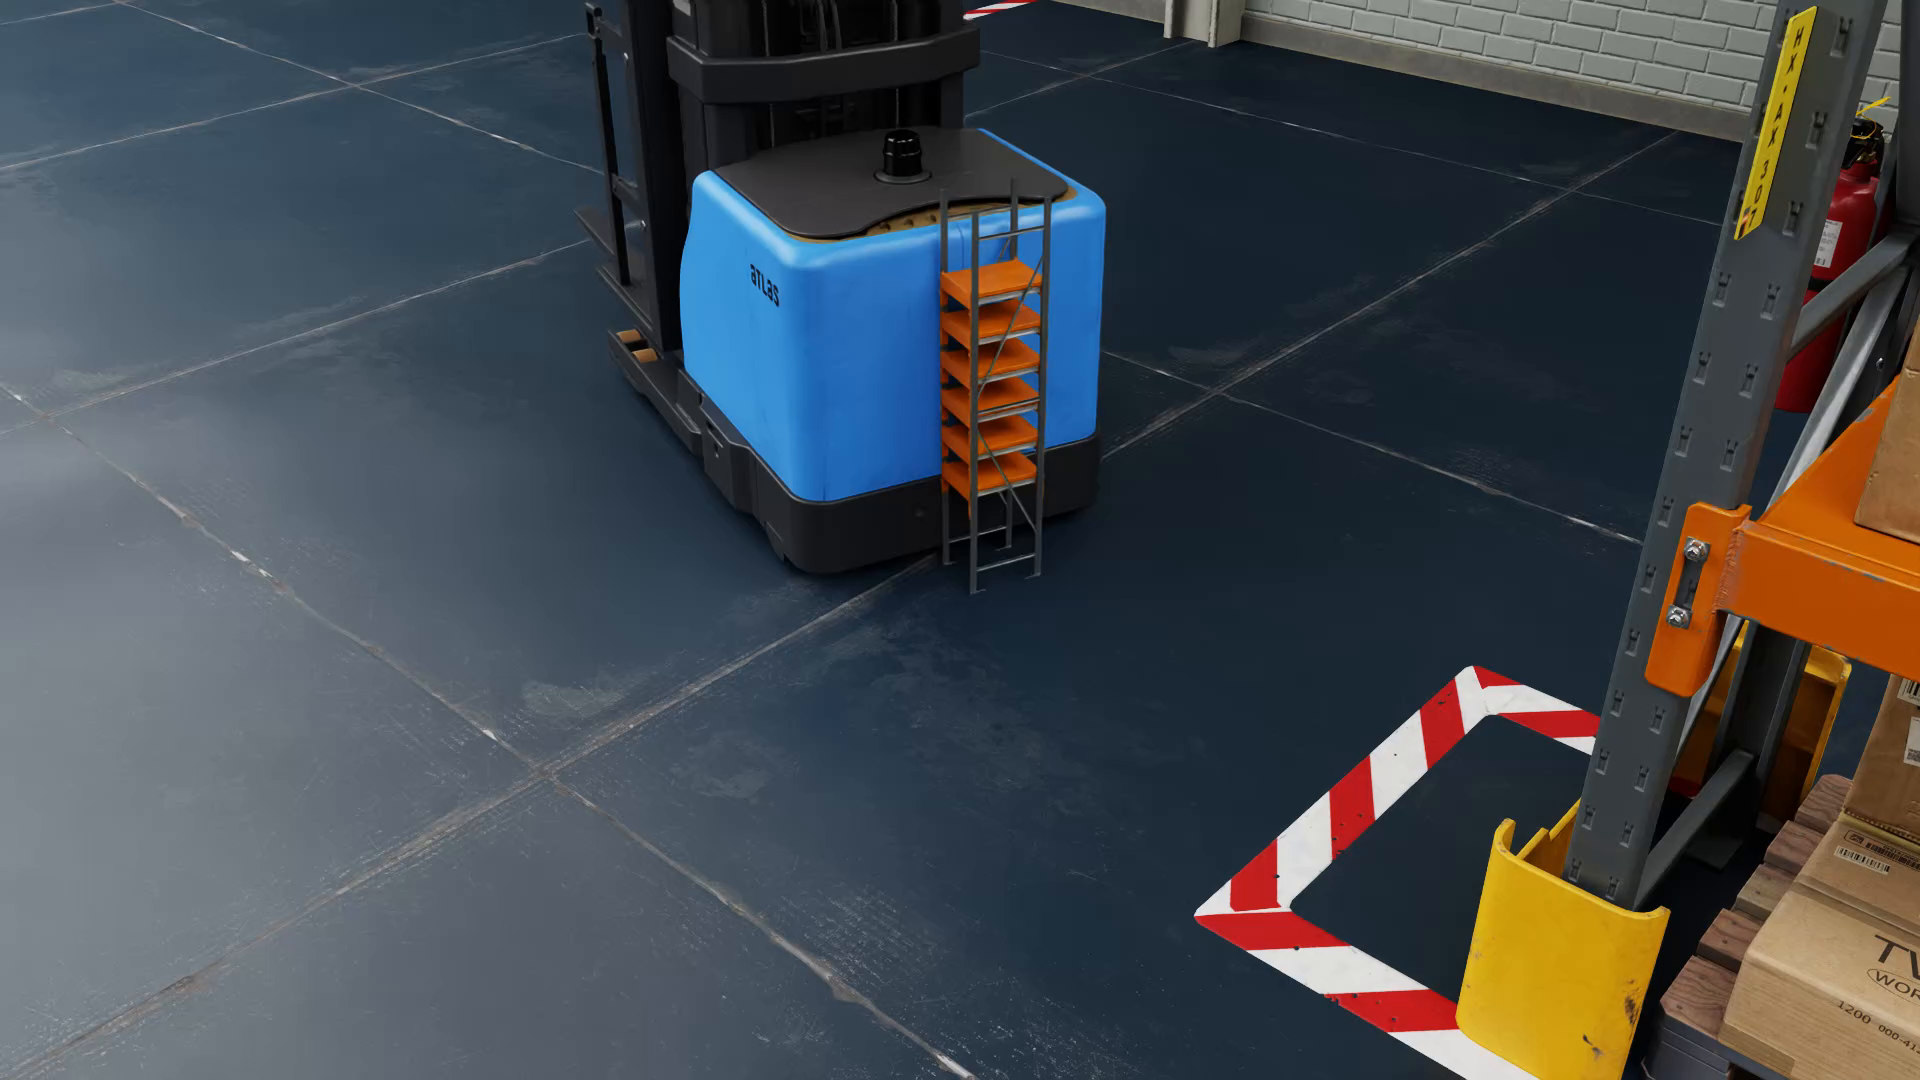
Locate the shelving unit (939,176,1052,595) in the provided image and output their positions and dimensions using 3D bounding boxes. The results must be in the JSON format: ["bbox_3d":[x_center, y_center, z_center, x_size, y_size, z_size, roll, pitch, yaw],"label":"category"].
[{"bbox_3d":[0.096,-0.419,4.783,0.258,1.200,0.189,-15,34,-23],"label":"shelving unit"}]

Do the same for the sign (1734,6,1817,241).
[{"bbox_3d":[1.191,-0.605,2.430,0.005,0.325,0.100,25,39,35],"label":"sign"}]

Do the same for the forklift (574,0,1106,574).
[{"bbox_3d":[-0.678,-1.891,5.549,1.130,2.935,3.031,-15,34,-23],"label":"forklift"}]

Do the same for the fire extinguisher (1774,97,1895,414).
[{"bbox_3d":[1.792,-0.596,3.406,0.183,0.674,0.296,25,39,35],"label":"fire extinguisher"}]

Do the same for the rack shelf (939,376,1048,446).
[{"bbox_3d":[0.096,-0.381,4.806,0.258,0.103,0.180,-15,34,-23],"label":"rack shelf"}]

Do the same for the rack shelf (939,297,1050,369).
[{"bbox_3d":[0.096,-0.587,4.682,0.258,0.103,0.180,-15,34,-23],"label":"rack shelf"}]

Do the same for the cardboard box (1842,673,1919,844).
[{"bbox_3d":[2.165,0.338,3.311,0.500,0.500,0.500,25,39,35],"label":"cardboard box"}]

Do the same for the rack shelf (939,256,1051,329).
[{"bbox_3d":[0.096,-0.690,4.620,0.258,0.103,0.180,-15,34,-23],"label":"rack shelf"}]

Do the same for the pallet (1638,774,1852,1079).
[{"bbox_3d":[2.163,1.033,3.329,1.213,0.211,1.003,25,39,35],"label":"pallet"}]

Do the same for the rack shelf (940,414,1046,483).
[{"bbox_3d":[0.096,-0.278,4.868,0.258,0.103,0.180,-15,34,-23],"label":"rack shelf"}]

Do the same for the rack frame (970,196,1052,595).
[{"bbox_3d":[0.138,-0.377,4.713,0.240,1.200,0.006,-15,34,-23],"label":"rack frame"}]

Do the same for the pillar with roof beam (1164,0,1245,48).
[{"bbox_3d":[-1.349,-5.395,5.486,0.400,9.000,9.100,25,39,35],"label":"pillar with roof beam"}]

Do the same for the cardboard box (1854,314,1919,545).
[{"bbox_3d":[1.905,-0.287,2.721,0.500,0.500,0.700,25,39,35],"label":"cardboard box"}]

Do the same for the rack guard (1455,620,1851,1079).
[{"bbox_3d":[1.550,0.652,3.682,0.348,0.500,1.175,25,39,35],"label":"rack guard"}]

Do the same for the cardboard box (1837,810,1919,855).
[{"bbox_3d":[2.163,0.661,3.503,0.500,0.250,0.500,25,39,35],"label":"cardboard box"}]

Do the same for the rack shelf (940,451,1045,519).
[{"bbox_3d":[0.096,-0.176,4.930,0.258,0.103,0.180,-15,34,-23],"label":"rack shelf"}]

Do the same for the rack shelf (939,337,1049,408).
[{"bbox_3d":[0.096,-0.484,4.744,0.258,0.103,0.180,-15,34,-23],"label":"rack shelf"}]

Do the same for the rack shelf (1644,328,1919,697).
[{"bbox_3d":[3.050,0.590,2.059,4.000,0.370,1.077,25,39,35],"label":"rack shelf"}]

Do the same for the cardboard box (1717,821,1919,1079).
[{"bbox_3d":[1.816,0.859,3.174,0.500,0.250,0.500,25,39,35],"label":"cardboard box"}]

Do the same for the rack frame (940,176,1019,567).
[{"bbox_3d":[0.054,-0.461,4.853,0.240,1.200,0.006,-15,34,-23],"label":"rack frame"}]

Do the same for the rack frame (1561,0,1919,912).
[{"bbox_3d":[1.567,-0.410,3.023,0.127,3.000,1.000,25,39,35],"label":"rack frame"}]
